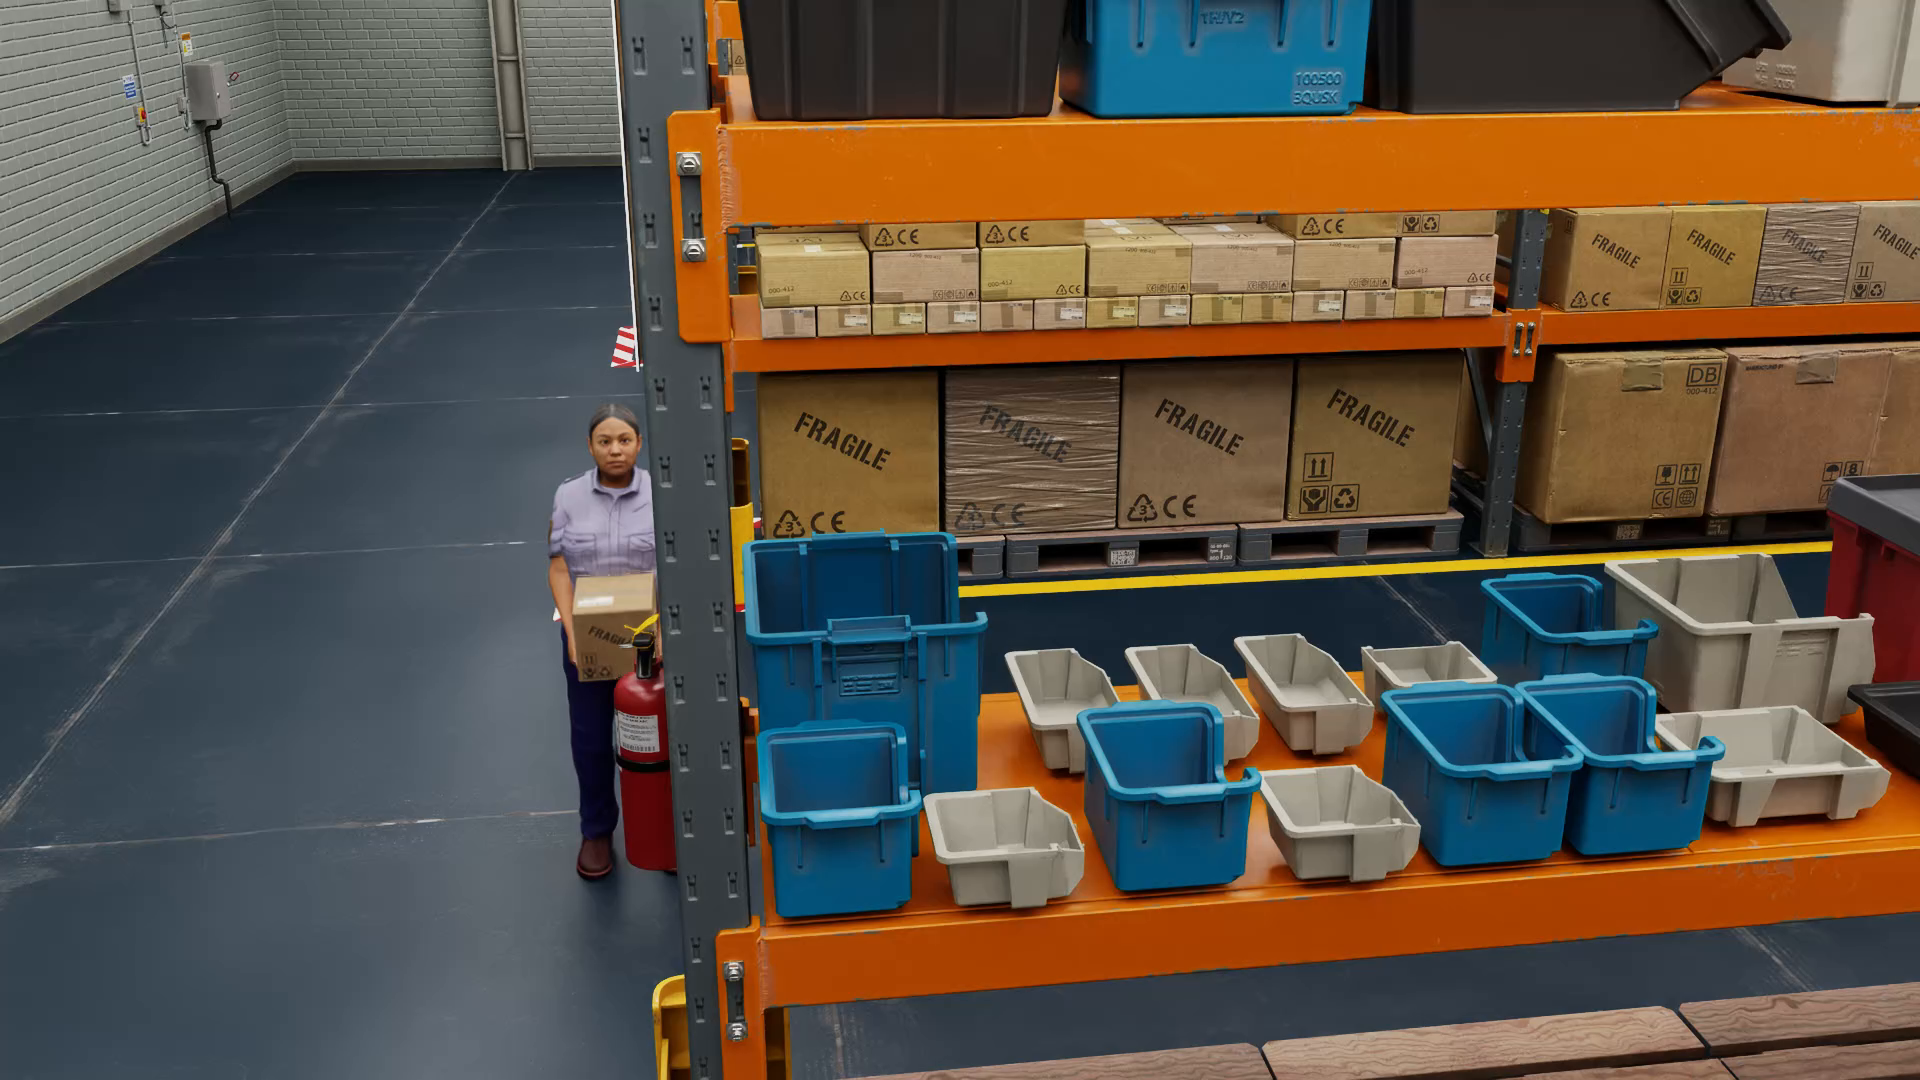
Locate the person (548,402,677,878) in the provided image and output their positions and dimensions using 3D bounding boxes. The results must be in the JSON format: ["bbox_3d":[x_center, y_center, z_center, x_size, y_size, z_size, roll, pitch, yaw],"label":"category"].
[{"bbox_3d":[-1.129,0.367,5.596,0.466,1.643,0.515,-3,20,-8],"label":"person"}]
